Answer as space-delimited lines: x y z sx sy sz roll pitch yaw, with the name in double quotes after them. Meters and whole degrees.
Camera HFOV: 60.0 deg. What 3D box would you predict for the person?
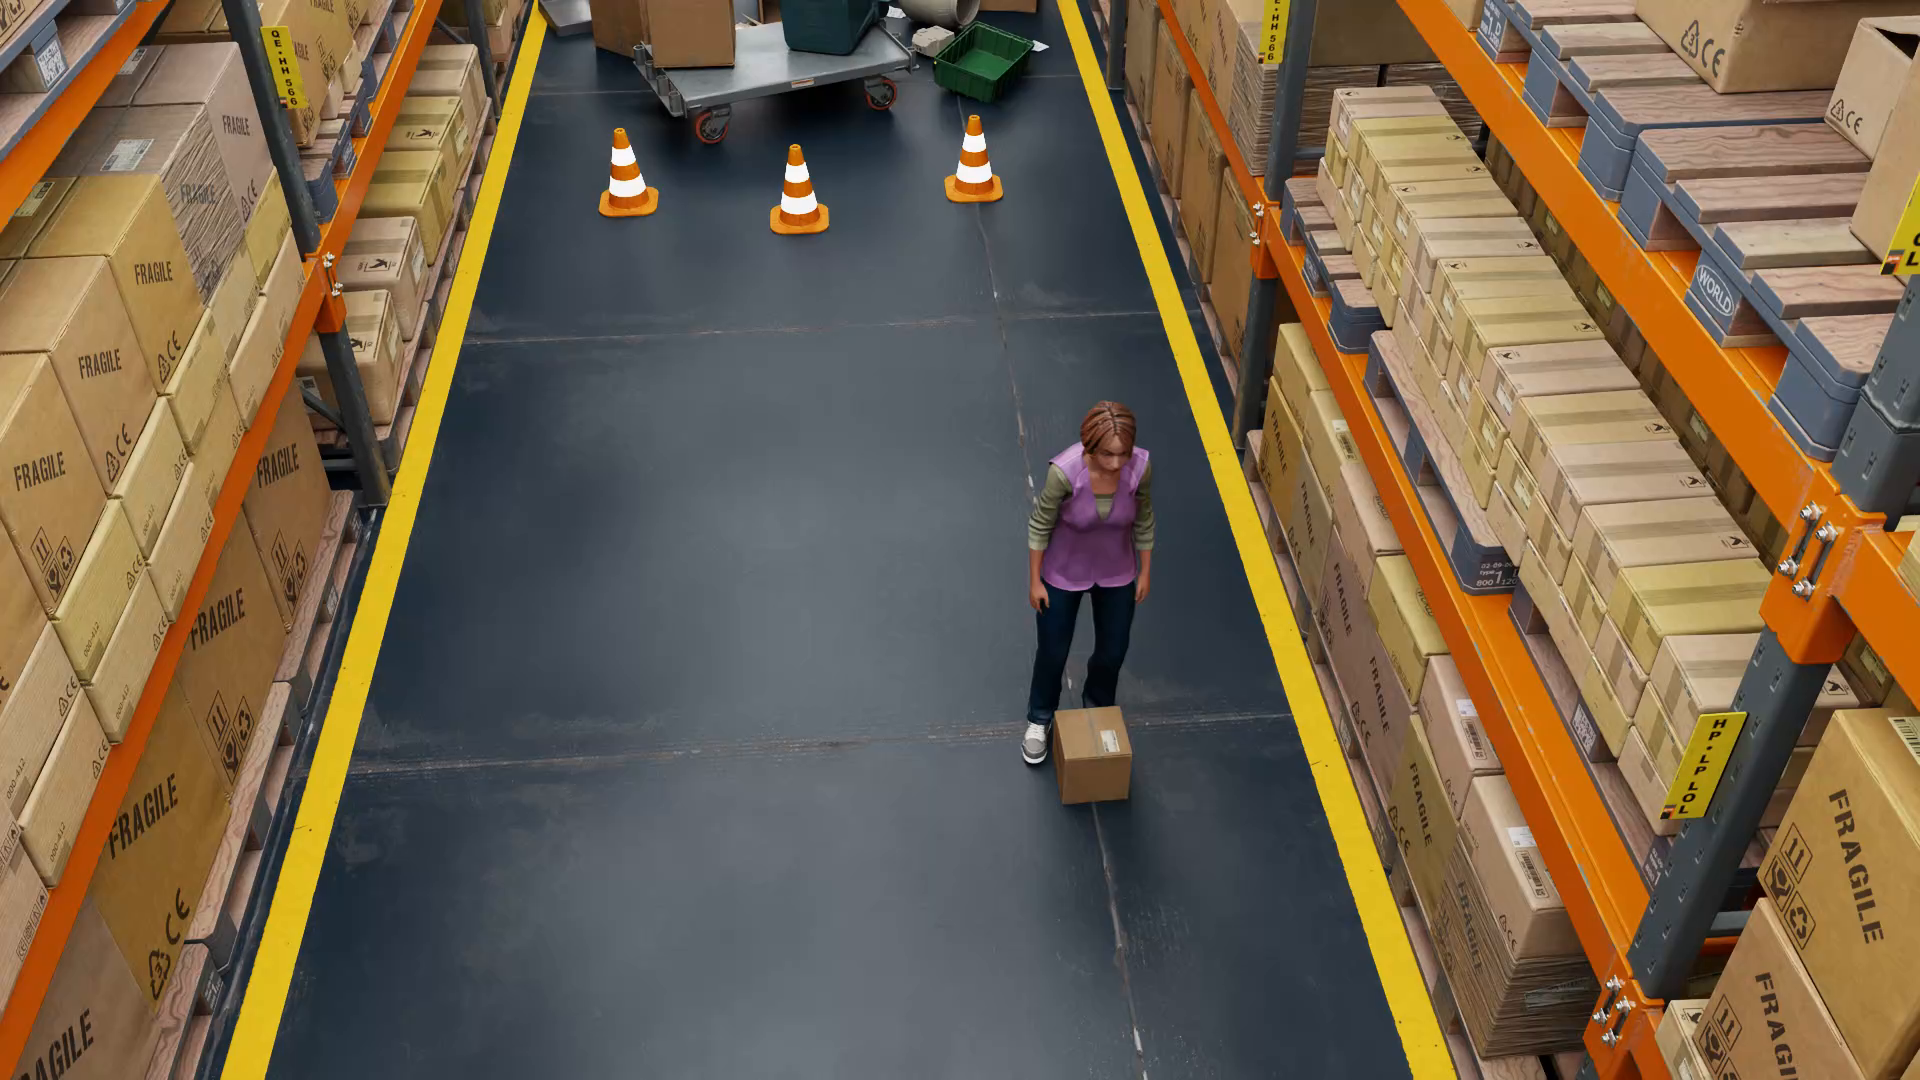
0.465 0.150 5.984 0.477 1.592 0.377 -5 40 -6 "person"
